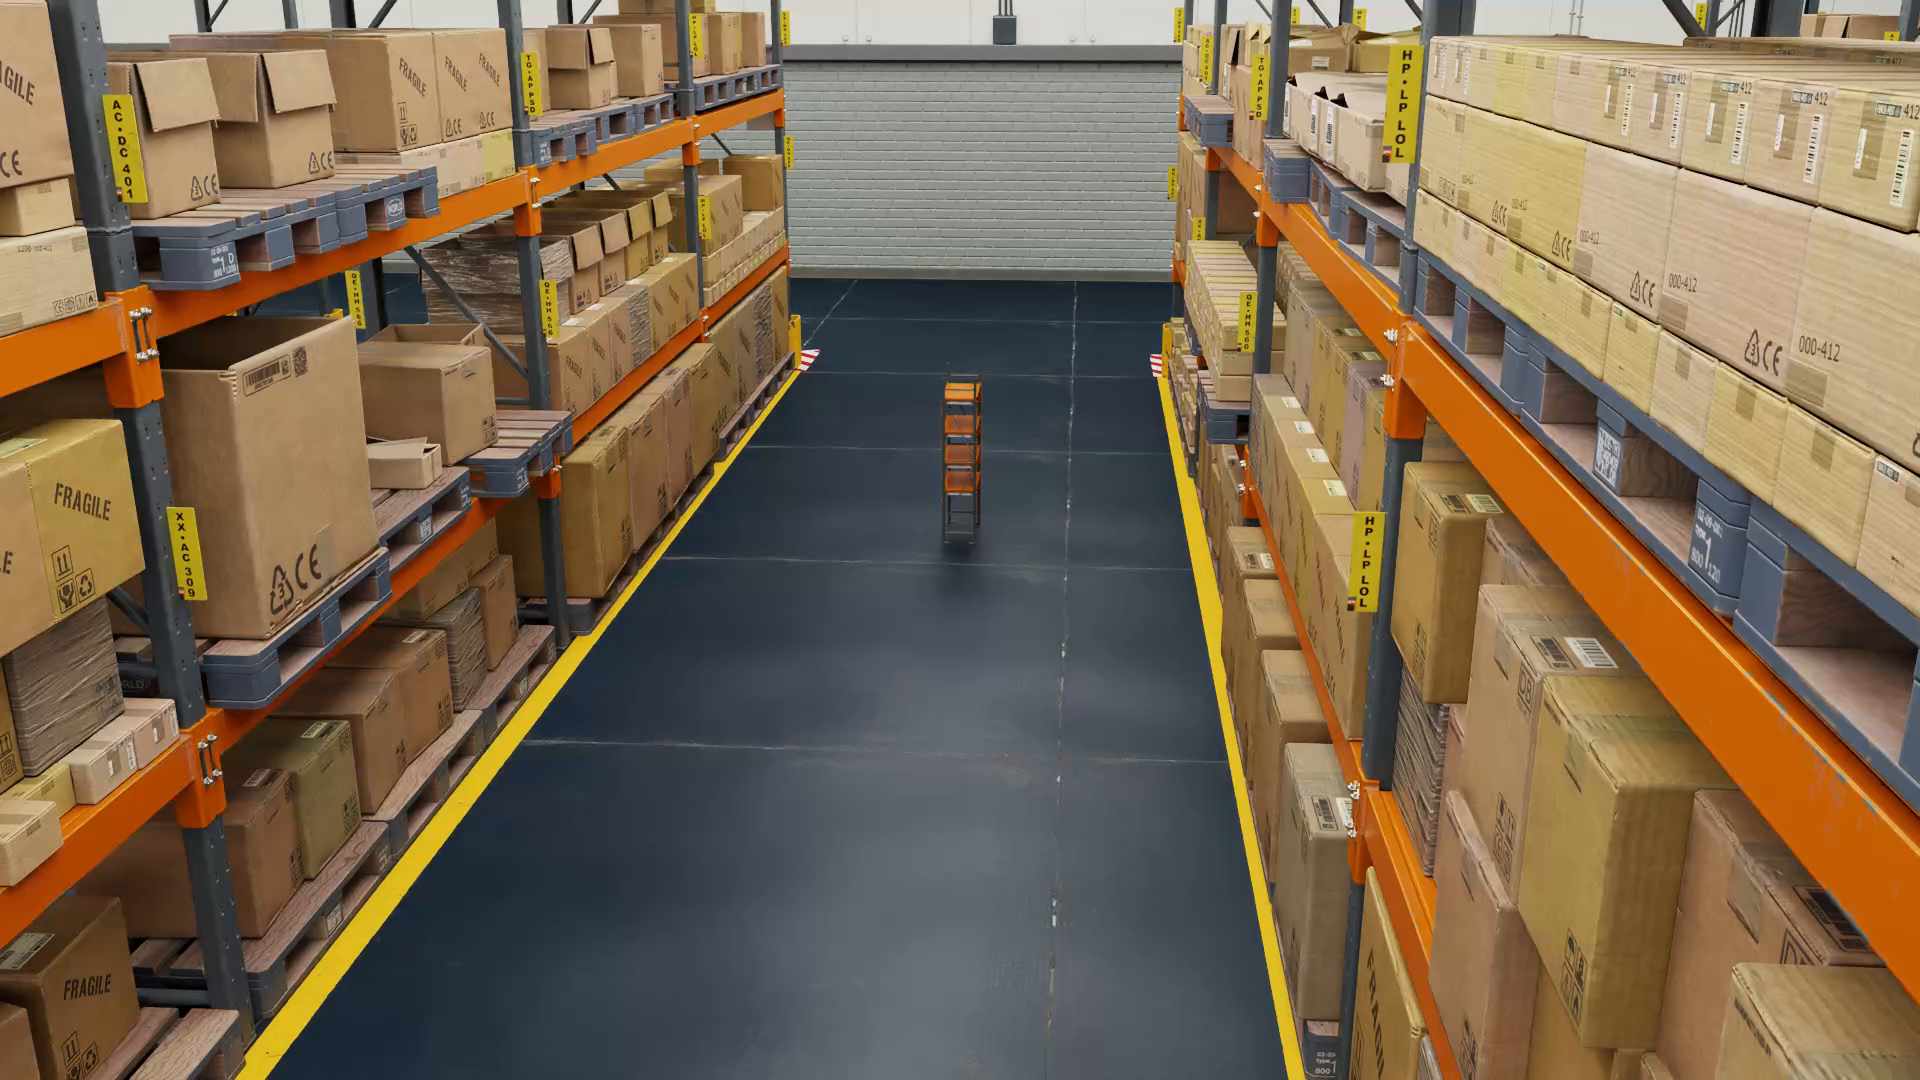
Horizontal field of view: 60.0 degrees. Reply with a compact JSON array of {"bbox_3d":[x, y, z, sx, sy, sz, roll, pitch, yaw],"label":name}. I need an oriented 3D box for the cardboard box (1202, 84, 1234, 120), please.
[{"bbox_3d":[2.144,-3.406,12.924,0.500,0.250,0.500,2,18,5],"label":"cardboard box"}]

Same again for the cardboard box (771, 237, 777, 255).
[{"bbox_3d":[-2.008,-2.881,16.303,0.380,0.149,0.250,1,18,4],"label":"cardboard box"}]

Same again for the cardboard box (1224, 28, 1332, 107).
[{"bbox_3d":[2.137,-3.091,10.881,0.797,0.503,0.637,1,18,3],"label":"cardboard box"}]

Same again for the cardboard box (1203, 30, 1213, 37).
[{"bbox_3d":[2.112,-3.937,13.101,0.380,0.149,0.250,1,18,4],"label":"cardboard box"}]

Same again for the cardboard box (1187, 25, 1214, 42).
[{"bbox_3d":[2.286,-4.660,15.308,0.380,0.149,0.250,1,18,4],"label":"cardboard box"}]

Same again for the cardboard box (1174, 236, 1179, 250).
[{"bbox_3d":[2.315,-2.923,16.430,0.380,0.149,0.250,1,18,3],"label":"cardboard box"}]

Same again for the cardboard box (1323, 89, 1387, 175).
[{"bbox_3d":[1.711,-1.588,6.444,0.500,0.311,0.500,1,18,2],"label":"cardboard box"}]

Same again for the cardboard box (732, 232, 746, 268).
[{"bbox_3d":[-2.194,-2.561,14.685,0.500,0.250,0.500,2,18,5],"label":"cardboard box"}]

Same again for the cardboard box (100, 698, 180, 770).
[{"bbox_3d":[-2.857,0.642,5.551,0.380,0.149,0.250,1,18,4],"label":"cardboard box"}]

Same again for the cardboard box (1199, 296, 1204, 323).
[{"bbox_3d":[1.781,-1.517,10.987,0.380,0.149,0.250,1,18,3],"label":"cardboard box"}]

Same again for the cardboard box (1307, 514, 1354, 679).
[{"bbox_3d":[1.612,0.219,6.278,0.500,0.500,0.500,1,18,3],"label":"cardboard box"}]

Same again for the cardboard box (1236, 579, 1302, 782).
[{"bbox_3d":[1.899,0.677,7.978,1.050,0.750,0.750,2,18,5],"label":"cardboard box"}]

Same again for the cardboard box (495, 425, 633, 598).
[{"bbox_3d":[-2.778,-0.197,10.445,1.225,0.875,0.875,0,18,1],"label":"cardboard box"}]

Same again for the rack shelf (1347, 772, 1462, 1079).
[{"bbox_3d":[1.662,1.554,3.518,1.077,0.370,4.000,1,18,4],"label":"rack shelf"}]

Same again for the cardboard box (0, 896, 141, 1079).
[{"bbox_3d":[-3.204,1.561,5.683,0.500,0.500,0.500,1,18,2],"label":"cardboard box"}]

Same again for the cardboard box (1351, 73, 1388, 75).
[{"bbox_3d":[2.398,-2.296,9.133,0.500,0.500,0.500,1,18,4],"label":"cardboard box"}]

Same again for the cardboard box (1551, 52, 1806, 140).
[{"bbox_3d":[1.350,-0.840,3.140,0.380,0.149,0.250,1,18,4],"label":"cardboard box"}]

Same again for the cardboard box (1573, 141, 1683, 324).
[{"bbox_3d":[1.385,-0.535,2.850,0.500,0.250,0.500,1,18,4],"label":"cardboard box"}]

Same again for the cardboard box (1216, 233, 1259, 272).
[{"bbox_3d":[2.131,-2.239,13.300,0.500,0.500,0.500,1,18,4],"label":"cardboard box"}]

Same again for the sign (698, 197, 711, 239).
[{"bbox_3d":[-2.020,-2.539,13.122,0.100,0.325,0.005,1,18,4],"label":"sign"}]

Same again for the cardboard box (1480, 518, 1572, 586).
[{"bbox_3d":[1.821,0.294,4.234,0.875,0.550,0.550,1,18,4],"label":"cardboard box"}]

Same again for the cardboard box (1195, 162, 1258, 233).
[{"bbox_3d":[2.142,-2.710,13.131,0.500,0.500,0.500,1,18,2],"label":"cardboard box"}]

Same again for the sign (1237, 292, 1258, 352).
[{"bbox_3d":[1.550,-1.173,8.953,0.100,0.325,0.005,1,18,4],"label":"sign"}]

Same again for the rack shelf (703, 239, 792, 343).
[{"bbox_3d":[-2.418,-2.315,15.326,1.077,0.370,4.000,1,18,4],"label":"rack shelf"}]

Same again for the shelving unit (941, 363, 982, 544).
[{"bbox_3d":[0.012,-0.622,11.893,0.258,1.200,0.503,1,18,4],"label":"shelving unit"}]

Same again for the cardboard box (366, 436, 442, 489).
[{"bbox_3d":[-2.698,-0.405,7.883,0.396,0.266,0.258,1,18,2],"label":"cardboard box"}]

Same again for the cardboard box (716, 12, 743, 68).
[{"bbox_3d":[-2.419,-4.663,15.524,0.700,0.500,0.500,1,18,2],"label":"cardboard box"}]

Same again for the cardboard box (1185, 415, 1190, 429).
[{"bbox_3d":[2.123,-1.030,14.153,0.380,0.149,0.250,1,18,2],"label":"cardboard box"}]

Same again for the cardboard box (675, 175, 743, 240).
[{"bbox_3d":[-2.196,-2.920,14.575,0.500,0.500,0.500,1,18,2],"label":"cardboard box"}]

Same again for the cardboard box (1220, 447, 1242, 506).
[{"bbox_3d":[1.905,-0.395,10.446,0.500,0.250,0.500,2,18,5],"label":"cardboard box"}]

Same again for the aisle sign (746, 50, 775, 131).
[{"bbox_3d":[-1.970,-4.529,16.752,0.394,0.787,0.004,1,18,4],"label":"aisle sign"}]

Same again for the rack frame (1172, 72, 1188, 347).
[{"bbox_3d":[2.665,-3.136,16.676,1.000,3.000,0.127,1,18,4],"label":"rack frame"}]

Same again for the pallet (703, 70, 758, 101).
[{"bbox_3d":[-2.402,-4.051,14.793,1.003,0.211,1.213,1,18,4],"label":"pallet"}]

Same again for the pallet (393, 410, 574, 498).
[{"bbox_3d":[-2.793,-0.478,8.874,1.213,0.211,1.003,1,18,4],"label":"pallet"}]

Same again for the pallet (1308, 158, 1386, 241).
[{"bbox_3d":[2.021,-1.438,6.981,1.003,0.211,1.213,2,18,6],"label":"pallet"}]

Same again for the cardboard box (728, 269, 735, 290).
[{"bbox_3d":[-2.154,-2.246,14.363,0.380,0.149,0.250,1,18,2],"label":"cardboard box"}]

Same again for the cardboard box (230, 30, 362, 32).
[{"bbox_3d":[-3.179,-2.206,8.058,0.500,0.500,0.500,1,18,4],"label":"cardboard box"}]

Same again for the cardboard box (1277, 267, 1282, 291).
[{"bbox_3d":[2.529,-1.905,12.171,0.380,0.149,0.250,1,18,4],"label":"cardboard box"}]

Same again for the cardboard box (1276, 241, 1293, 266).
[{"bbox_3d":[2.544,-2.127,12.372,0.380,0.149,0.250,2,18,6],"label":"cardboard box"}]

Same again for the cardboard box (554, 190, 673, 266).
[{"bbox_3d":[-2.599,-2.361,12.540,0.797,0.503,0.637,1,18,2],"label":"cardboard box"}]

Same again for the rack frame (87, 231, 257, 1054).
[{"bbox_3d":[-3.135,0.449,5.735,1.000,3.000,0.127,1,18,4],"label":"rack frame"}]

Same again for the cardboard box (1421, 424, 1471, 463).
[{"bbox_3d":[1.835,-0.086,5.601,0.700,0.500,0.500,1,18,3],"label":"cardboard box"}]

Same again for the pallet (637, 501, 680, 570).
[{"bbox_3d":[-2.626,-0.089,11.856,1.003,0.211,1.213,1,18,4],"label":"pallet"}]

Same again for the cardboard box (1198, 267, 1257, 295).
[{"bbox_3d":[1.800,-1.743,11.198,0.380,0.149,0.250,2,18,6],"label":"cardboard box"}]

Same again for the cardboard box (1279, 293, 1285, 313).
[{"bbox_3d":[2.510,-1.688,11.986,0.380,0.149,0.250,1,18,4],"label":"cardboard box"}]

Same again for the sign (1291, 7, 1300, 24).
[{"bbox_3d":[3.217,-4.963,16.014,0.100,0.325,0.005,1,18,4],"label":"sign"}]

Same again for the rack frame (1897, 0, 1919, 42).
[{"bbox_3d":[7.323,-4.665,11.709,1.000,3.000,0.127,1,18,4],"label":"rack frame"}]

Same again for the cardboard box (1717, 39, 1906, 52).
[{"bbox_3d":[2.078,-1.142,4.061,0.380,0.149,0.250,1,18,4],"label":"cardboard box"}]

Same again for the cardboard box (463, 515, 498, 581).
[{"bbox_3d":[-2.866,0.038,9.094,0.500,0.250,0.500,2,18,6],"label":"cardboard box"}]

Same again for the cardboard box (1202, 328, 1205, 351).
[{"bbox_3d":[1.766,-1.293,10.781,0.380,0.149,0.250,2,18,6],"label":"cardboard box"}]

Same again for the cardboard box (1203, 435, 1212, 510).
[{"bbox_3d":[2.025,-0.517,12.024,0.500,0.500,0.500,2,18,6],"label":"cardboard box"}]

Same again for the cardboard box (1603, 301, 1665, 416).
[{"bbox_3d":[1.314,-0.304,2.785,0.380,0.149,0.250,2,18,5],"label":"cardboard box"}]

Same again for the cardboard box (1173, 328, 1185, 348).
[{"bbox_3d":[2.243,-1.944,15.989,0.380,0.149,0.250,1,18,4],"label":"cardboard box"}]

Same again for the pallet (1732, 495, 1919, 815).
[{"bbox_3d":[1.561,0.220,1.761,1.003,0.211,1.213,1,18,4],"label":"pallet"}]
